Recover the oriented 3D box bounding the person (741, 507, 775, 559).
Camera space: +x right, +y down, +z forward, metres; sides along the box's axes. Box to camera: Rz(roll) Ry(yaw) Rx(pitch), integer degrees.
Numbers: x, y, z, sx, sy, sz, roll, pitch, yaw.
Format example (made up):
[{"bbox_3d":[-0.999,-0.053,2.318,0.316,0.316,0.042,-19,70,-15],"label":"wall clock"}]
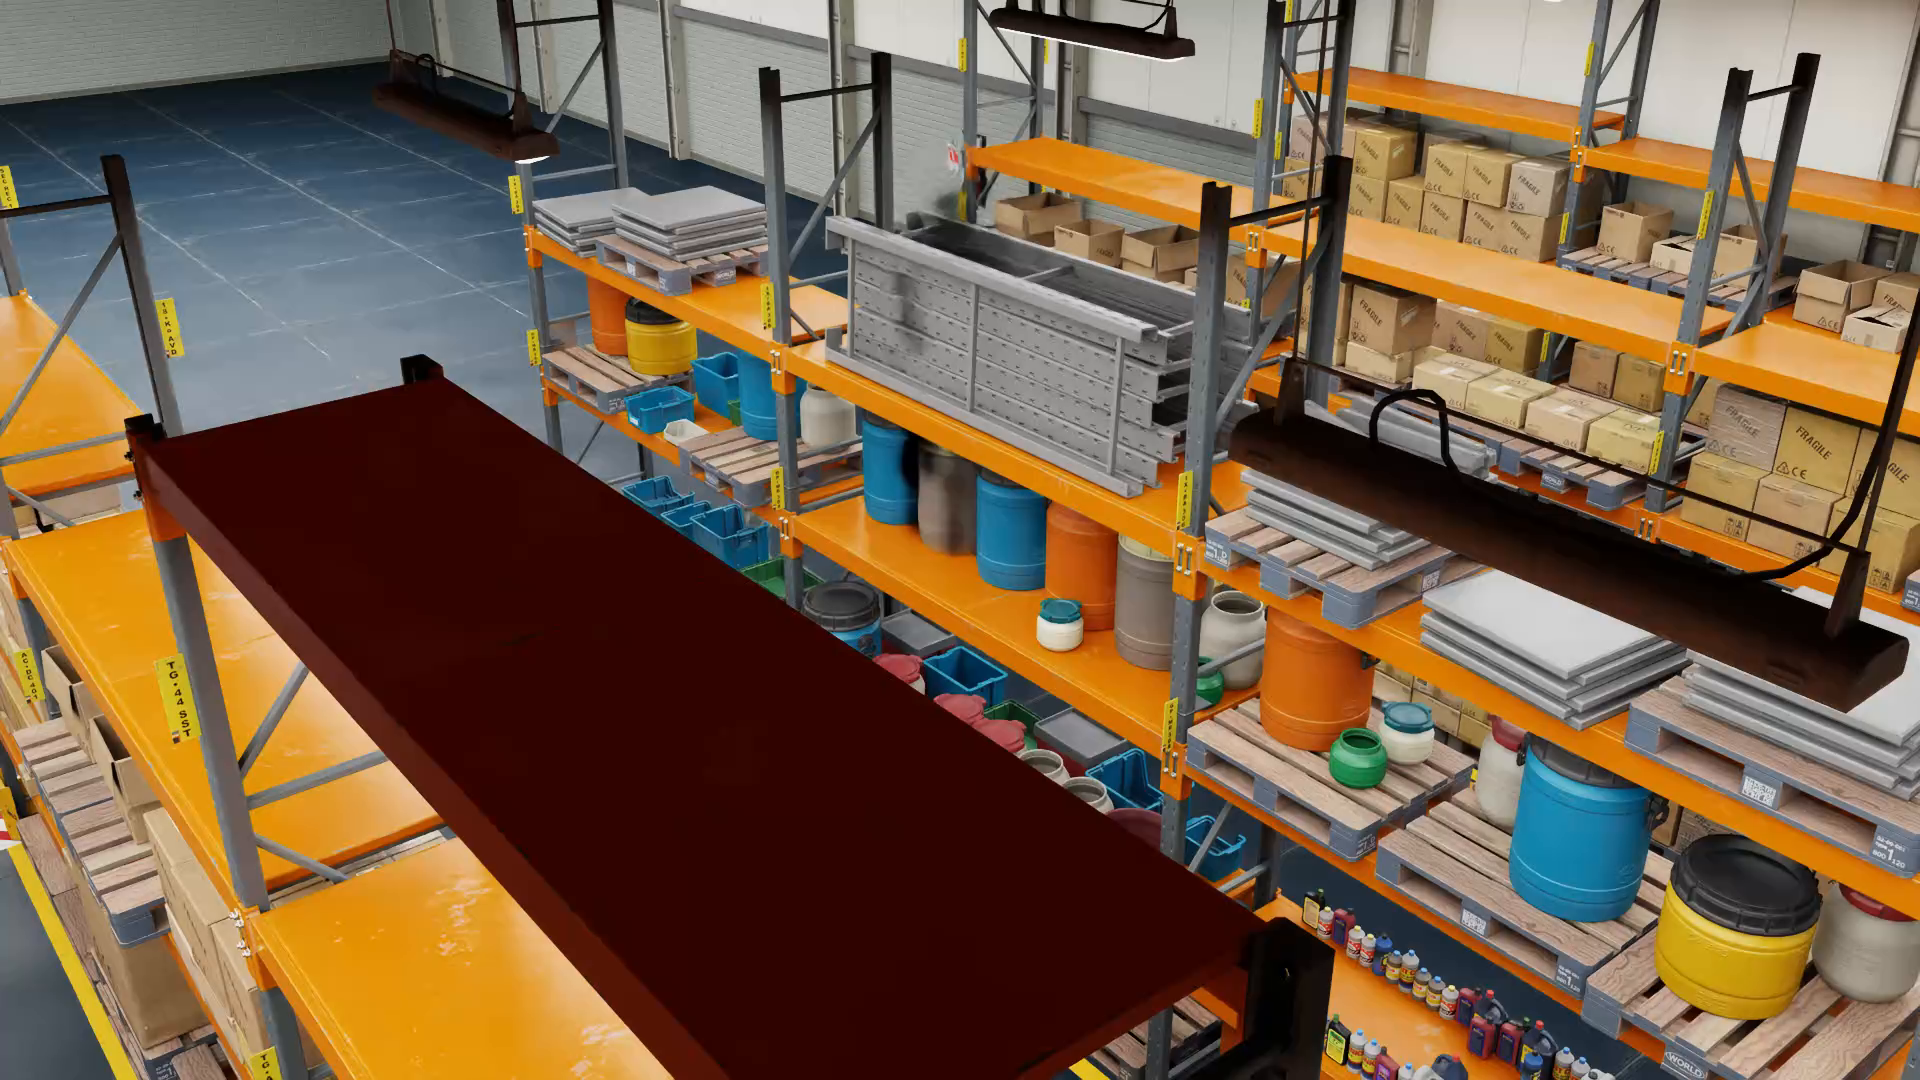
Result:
[{"bbox_3d":[-1.994,-0.162,16.746,0.670,1.619,0.507,21,33,37],"label":"person"}]
